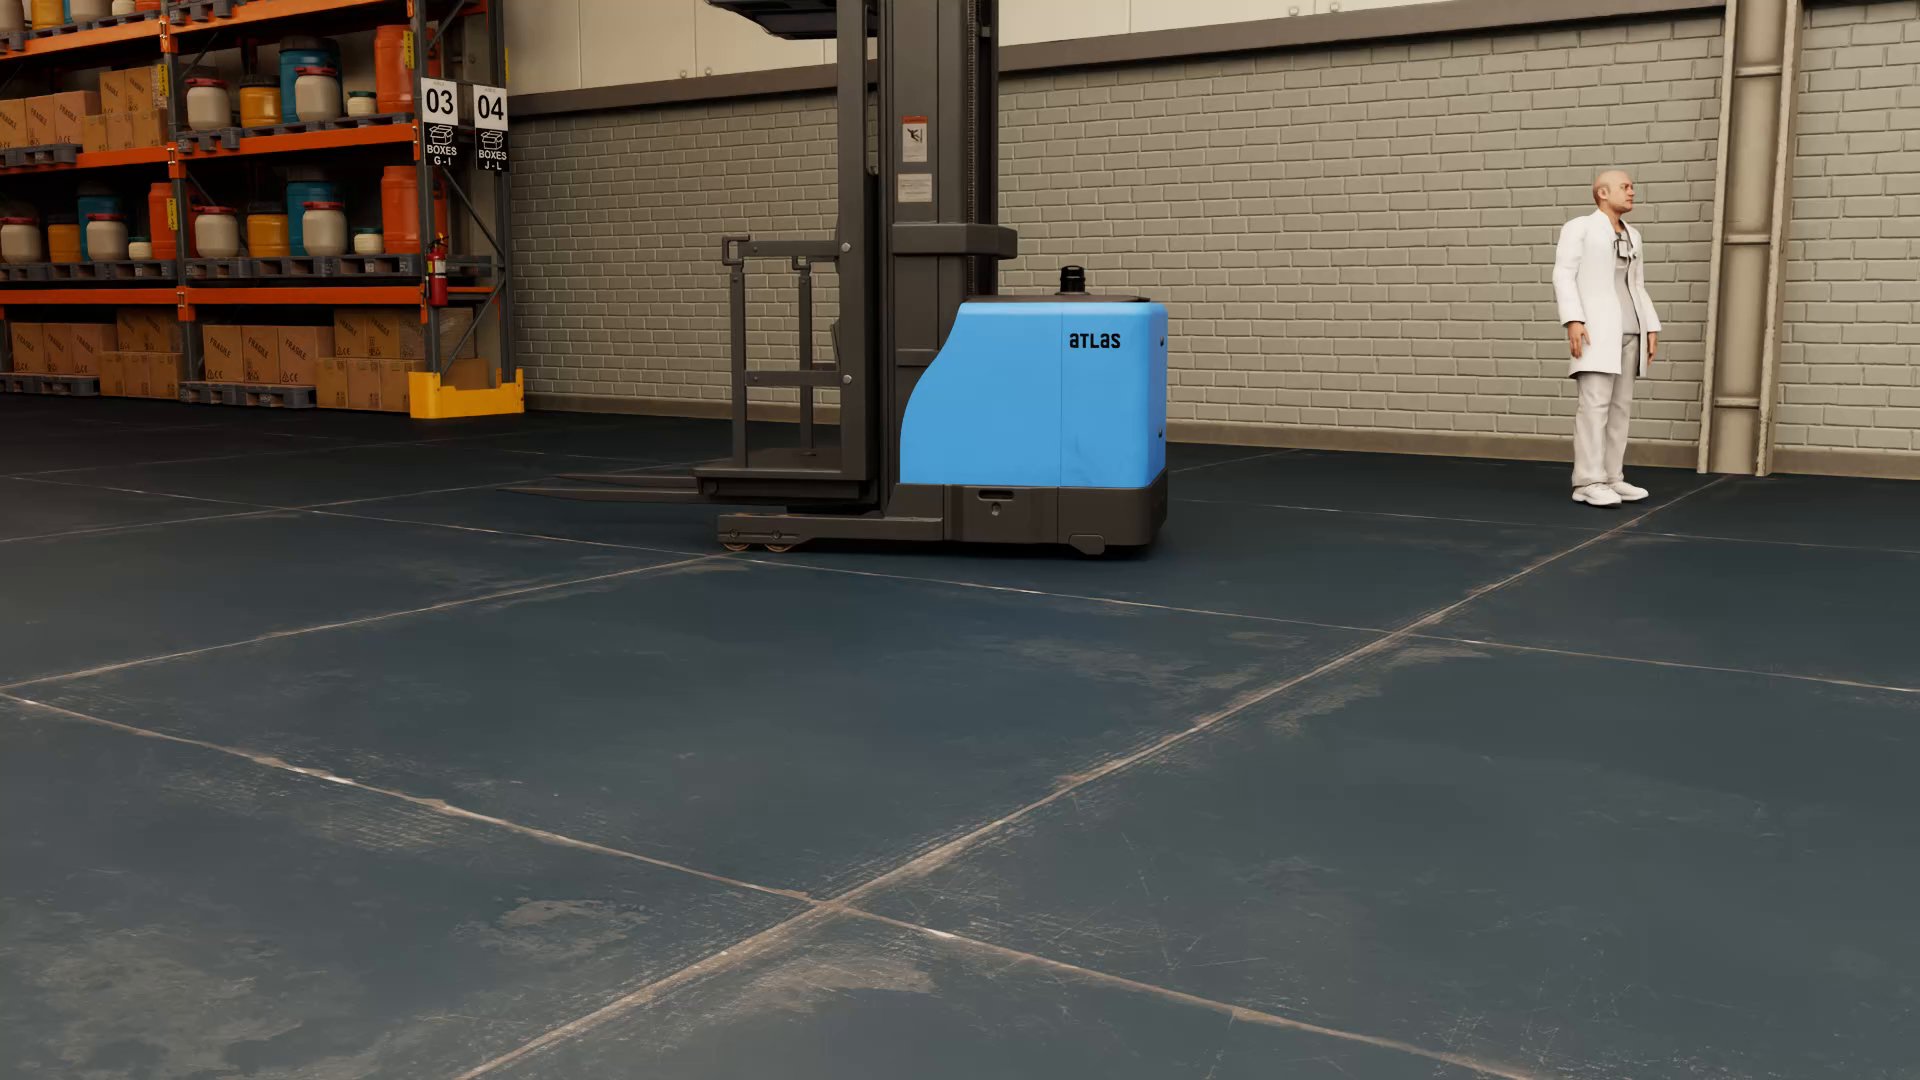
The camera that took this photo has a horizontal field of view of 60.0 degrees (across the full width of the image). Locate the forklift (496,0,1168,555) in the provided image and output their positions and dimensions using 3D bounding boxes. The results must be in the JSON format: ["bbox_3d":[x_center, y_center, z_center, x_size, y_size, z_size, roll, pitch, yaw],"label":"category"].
[{"bbox_3d":[-0.596,-1.469,7.520,3.031,2.935,1.130,2,8,12],"label":"forklift"}]

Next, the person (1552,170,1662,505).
[{"bbox_3d":[3.570,-1.100,8.970,0.694,1.776,0.583,-4,9,-26],"label":"person"}]
